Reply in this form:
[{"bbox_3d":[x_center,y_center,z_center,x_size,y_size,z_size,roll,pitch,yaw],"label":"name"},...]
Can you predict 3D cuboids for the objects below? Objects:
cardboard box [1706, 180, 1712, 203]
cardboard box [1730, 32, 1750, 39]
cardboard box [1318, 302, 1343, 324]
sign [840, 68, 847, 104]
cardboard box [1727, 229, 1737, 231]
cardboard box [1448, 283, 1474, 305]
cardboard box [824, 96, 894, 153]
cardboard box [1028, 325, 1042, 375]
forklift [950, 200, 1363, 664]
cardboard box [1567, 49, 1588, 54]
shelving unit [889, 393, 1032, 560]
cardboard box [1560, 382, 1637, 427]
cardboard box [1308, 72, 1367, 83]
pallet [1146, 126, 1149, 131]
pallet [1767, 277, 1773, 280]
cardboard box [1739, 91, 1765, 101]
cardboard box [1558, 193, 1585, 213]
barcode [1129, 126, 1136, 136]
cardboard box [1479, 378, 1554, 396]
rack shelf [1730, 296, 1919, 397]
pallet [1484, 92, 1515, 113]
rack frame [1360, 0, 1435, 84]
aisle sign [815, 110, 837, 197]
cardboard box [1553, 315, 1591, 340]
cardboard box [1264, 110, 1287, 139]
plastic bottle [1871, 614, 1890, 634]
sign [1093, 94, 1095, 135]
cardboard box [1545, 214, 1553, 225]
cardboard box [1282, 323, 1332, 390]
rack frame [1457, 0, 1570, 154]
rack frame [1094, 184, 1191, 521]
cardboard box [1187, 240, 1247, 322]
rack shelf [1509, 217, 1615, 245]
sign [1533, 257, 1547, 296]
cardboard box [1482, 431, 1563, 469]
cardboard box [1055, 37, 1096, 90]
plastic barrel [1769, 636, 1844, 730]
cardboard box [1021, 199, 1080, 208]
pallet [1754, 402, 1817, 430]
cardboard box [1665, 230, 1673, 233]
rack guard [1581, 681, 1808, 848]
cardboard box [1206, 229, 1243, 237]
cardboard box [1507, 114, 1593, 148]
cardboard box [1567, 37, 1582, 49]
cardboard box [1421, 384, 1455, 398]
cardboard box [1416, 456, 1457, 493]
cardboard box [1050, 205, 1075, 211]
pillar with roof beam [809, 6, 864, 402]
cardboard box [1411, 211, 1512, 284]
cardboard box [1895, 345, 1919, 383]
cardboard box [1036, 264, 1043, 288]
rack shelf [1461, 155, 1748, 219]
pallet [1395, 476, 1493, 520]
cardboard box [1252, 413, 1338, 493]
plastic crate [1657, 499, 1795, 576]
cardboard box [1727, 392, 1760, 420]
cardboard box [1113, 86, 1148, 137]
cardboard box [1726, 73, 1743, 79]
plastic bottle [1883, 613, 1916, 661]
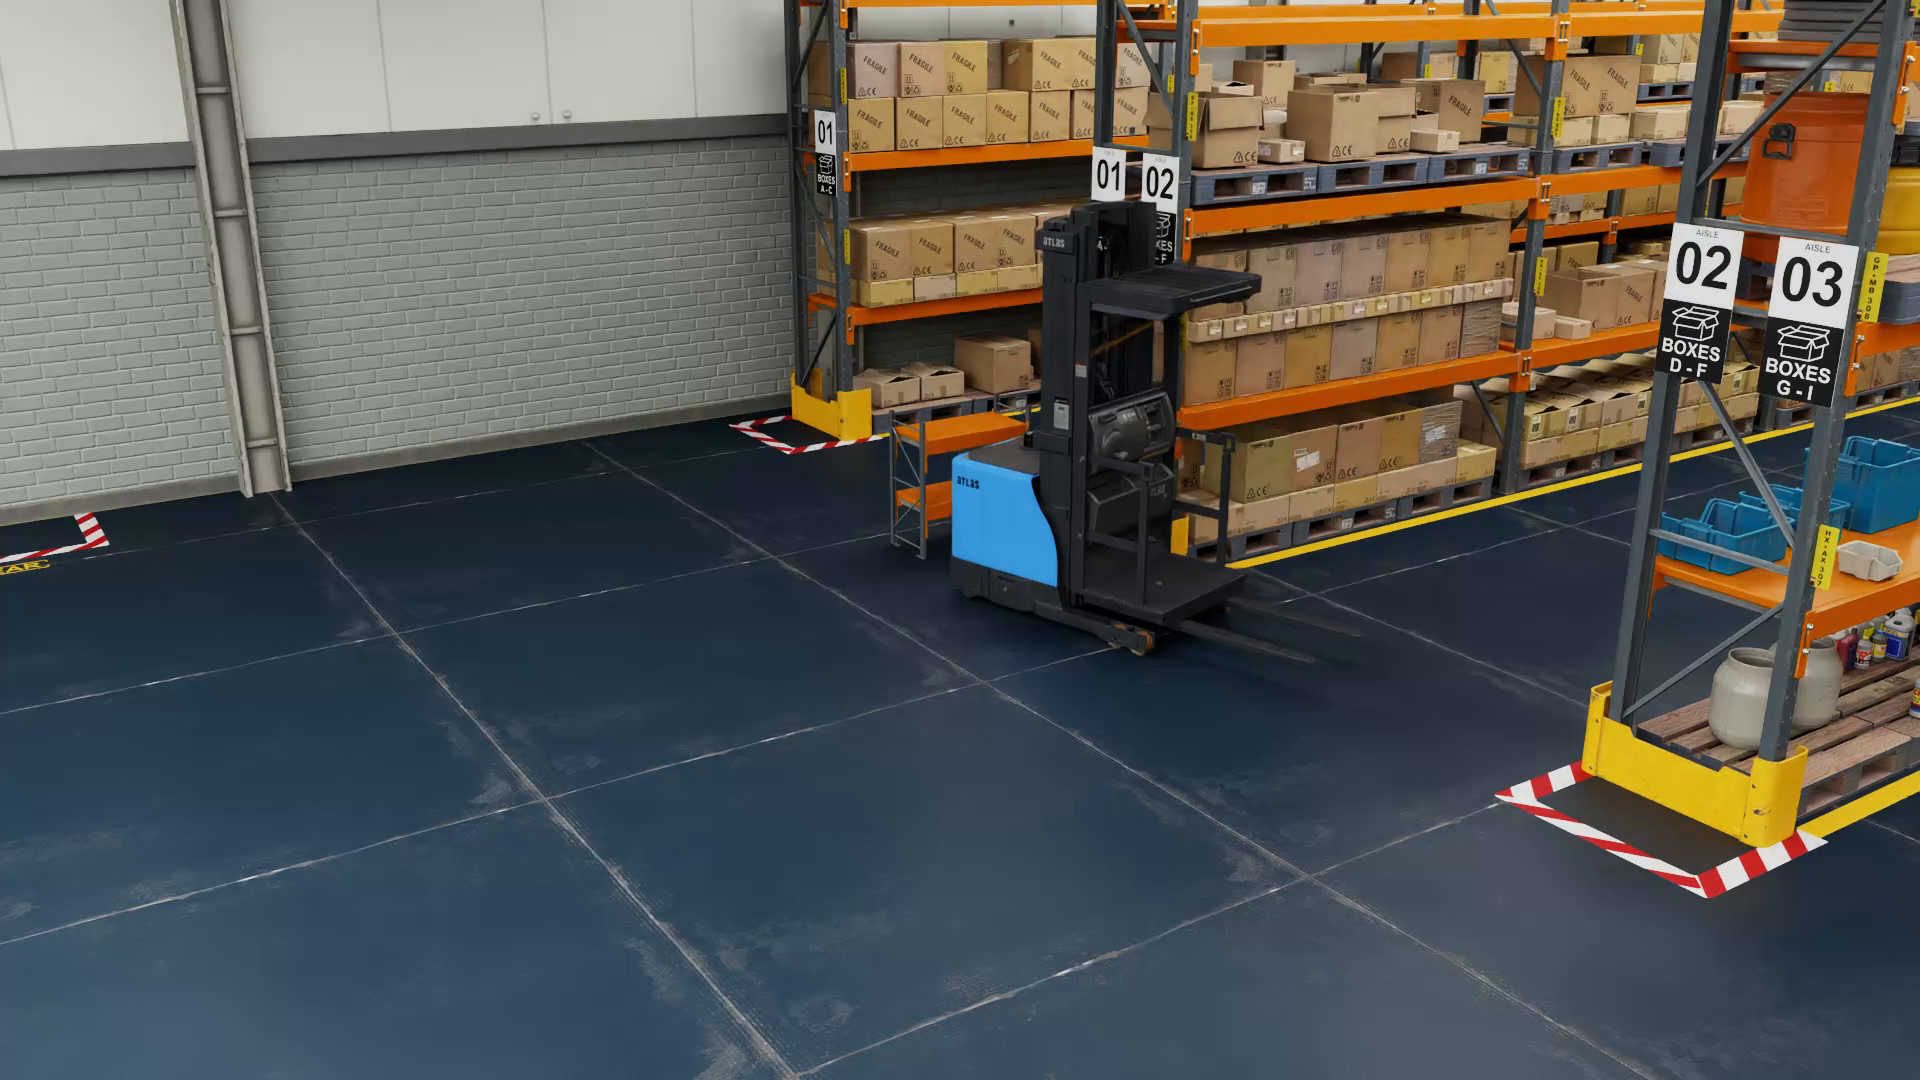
[{"bbox_3d":[10.303,-5.184,23.926,0.700,0.700,0.980,-13,23,-34],"label":"cardboard box"},{"bbox_3d":[10.651,-6.967,23.238,0.500,0.500,0.500,-13,23,-34],"label":"cardboard box"},{"bbox_3d":[2.852,-1.848,13.359,0.250,0.149,0.380,-12,22,-32],"label":"cardboard box"},{"bbox_3d":[-1.098,-4.269,15.640,0.005,0.325,0.100,-12,22,-31],"label":"sign"},{"bbox_3d":[11.430,-4.498,24.600,0.250,0.149,0.380,-12,22,-32],"label":"cardboard box"},{"bbox_3d":[4.138,-2.119,14.159,0.250,0.149,0.380,-13,22,-33],"label":"cardboard box"},{"bbox_3d":[-0.979,-4.049,16.166,0.500,0.500,0.500,-11,22,-30],"label":"cardboard box"},{"bbox_3d":[1.100,-2.114,18.531,0.500,0.500,0.500,-14,23,-35],"label":"cardboard box"},{"bbox_3d":[1.361,-0.787,11.498,3.031,2.935,1.130,16,24,39],"label":"forklift"},{"bbox_3d":[7.831,-6.244,22.003,0.500,0.500,0.700,-13,23,-34],"label":"cardboard box"},{"bbox_3d":[0.006,-0.534,13.568,1.048,1.125,0.538,-12,22,-31],"label":"shelving unit"},{"bbox_3d":[6.007,-1.306,15.685,0.500,0.311,0.500,-13,22,-33],"label":"cardboard box"},{"bbox_3d":[4.558,-5.401,20.165,0.500,0.500,0.500,-12,22,-31],"label":"cardboard box"},{"bbox_3d":[2.519,-4.696,18.561,1.003,0.211,1.213,-12,22,-31],"label":"pallet"},{"bbox_3d":[8.540,-2.711,17.380,1.003,0.211,1.213,-12,22,-31],"label":"pallet"},{"bbox_3d":[8.359,-4.218,16.698,0.500,0.500,0.910,-12,22,-31],"label":"cardboard box"},{"bbox_3d":[7.959,-4.649,22.161,0.500,0.500,0.500,-12,22,-31],"label":"cardboard box"},{"bbox_3d":[1.318,-3.133,12.738,0.075,0.075,0.001,-12,22,-31],"label":"barcode"},{"bbox_3d":[5.284,-1.363,15.853,0.500,0.311,0.500,-11,22,-30],"label":"cardboard box"},{"bbox_3d":[5.723,-1.361,9.528,4.000,0.370,1.077,-12,22,-31],"label":"rack shelf"},{"bbox_3d":[6.726,-5.645,21.370,1.213,0.211,1.003,-11,21,-29],"label":"pallet"},{"bbox_3d":[5.285,-6.830,19.897,0.127,3.000,1.000,-12,22,-31],"label":"rack frame"},{"bbox_3d":[-1.291,-3.718,15.998,0.004,0.787,0.394,-12,22,-31],"label":"aisle sign"},{"bbox_3d":[5.525,-1.942,15.196,0.250,0.149,0.380,-12,22,-31],"label":"cardboard box"},{"bbox_3d":[2.613,-3.270,13.315,0.500,0.311,0.500,-9,21,-25],"label":"cardboard box"},{"bbox_3d":[5.978,0.552,10.877,0.185,0.351,0.144,-12,22,-32],"label":"plastic bottle"},{"bbox_3d":[1.045,-3.205,12.599,0.005,0.325,0.100,-12,22,-31],"label":"sign"},{"bbox_3d":[7.632,-4.276,22.070,0.250,0.149,0.380,-12,22,-31],"label":"cardboard box"},{"bbox_3d":[2.582,-1.560,13.521,0.500,0.500,0.700,-12,22,-31],"label":"cardboard box"},{"bbox_3d":[4.672,-4.801,13.895,0.127,3.000,1.000,-12,22,-31],"label":"rack frame"},{"bbox_3d":[1.332,-1.255,12.772,0.127,3.000,1.000,-12,22,-31],"label":"rack frame"},{"bbox_3d":[1.773,-2.005,12.809,0.500,0.500,0.700,-12,22,-31],"label":"cardboard box"},{"bbox_3d":[6.956,-4.000,22.015,4.000,0.370,1.077,-12,22,-31],"label":"rack shelf"},{"bbox_3d":[4.979,-2.259,14.267,0.005,0.325,0.100,-12,22,-31],"label":"sign"},{"bbox_3d":[5.145,-0.860,15.243,0.500,0.250,0.500,-13,22,-33],"label":"cardboard box"},{"bbox_3d":[1.221,-4.974,17.343,0.500,0.500,0.500,-11,21,-28],"label":"cardboard box"},{"bbox_3d":[4.979,0.826,9.847,0.421,0.512,0.421,0,19,0],"label":"plastic barrel"},{"bbox_3d":[1.003,-3.460,18.328,0.500,0.500,0.500,-12,22,-32],"label":"cardboard box"},{"bbox_3d":[8.657,-1.464,17.746,1.213,0.211,1.003,-12,22,-31],"label":"pallet"},{"bbox_3d":[10.588,-4.466,24.507,0.250,0.149,0.380,-12,22,-31],"label":"cardboard box"},{"bbox_3d":[4.090,1.229,9.328,0.348,0.500,1.175,-12,22,-31],"label":"rack guard"},{"bbox_3d":[2.859,-3.716,19.211,0.500,0.500,0.700,-9,21,-26],"label":"cardboard box"},{"bbox_3d":[5.192,-3.614,14.646,0.500,0.250,0.500,-9,21,-26],"label":"cardboard box"},{"bbox_3d":[7.819,-6.605,21.900,0.500,0.250,0.500,-10,21,-28],"label":"cardboard box"},{"bbox_3d":[4.113,-1.213,15.115,0.500,0.500,0.500,-12,22,-31],"label":"cardboard box"},{"bbox_3d":[3.982,-0.630,14.562,0.500,0.250,0.500,-12,22,-31],"label":"cardboard box"},{"bbox_3d":[1.306,-3.322,17.919,0.500,0.500,0.500,-12,22,-32],"label":"cardboard box"},{"bbox_3d":[1.081,-4.624,13.372,0.400,9.000,9.100,-12,22,-31],"label":"pillar with roof beam"},{"bbox_3d":[4.305,-2.541,14.396,0.500,0.500,0.700,-12,22,-31],"label":"cardboard box"},{"bbox_3d":[10.263,-2.056,18.358,0.500,0.500,0.500,-12,22,-31],"label":"cardboard box"},{"bbox_3d":[0.884,-2.879,17.780,0.500,0.250,0.500,-12,22,-32],"label":"cardboard box"},{"bbox_3d":[6.343,-3.392,15.533,4.000,0.370,1.077,-12,22,-31],"label":"rack shelf"},{"bbox_3d":[3.985,-0.509,14.922,1.213,0.211,1.003,-12,22,-31],"label":"pallet"},{"bbox_3d":[2.729,-0.721,13.661,0.500,0.500,0.500,-12,22,-31],"label":"cardboard box"},{"bbox_3d":[4.306,-0.027,9.373,0.616,0.251,0.499,-12,22,-31],"label":"plastic crate"},{"bbox_3d":[7.708,-1.402,16.846,0.500,0.250,0.500,-11,22,-30],"label":"cardboard box"},{"bbox_3d":[1.657,-4.606,17.814,0.500,0.500,0.500,-11,22,-30],"label":"cardboard box"},{"bbox_3d":[10.635,-6.608,23.347,0.500,0.250,0.500,-13,22,-33],"label":"cardboard box"},{"bbox_3d":[6.081,0.623,10.785,0.135,0.276,0.152,-12,22,-31],"label":"plastic bottle"}]
